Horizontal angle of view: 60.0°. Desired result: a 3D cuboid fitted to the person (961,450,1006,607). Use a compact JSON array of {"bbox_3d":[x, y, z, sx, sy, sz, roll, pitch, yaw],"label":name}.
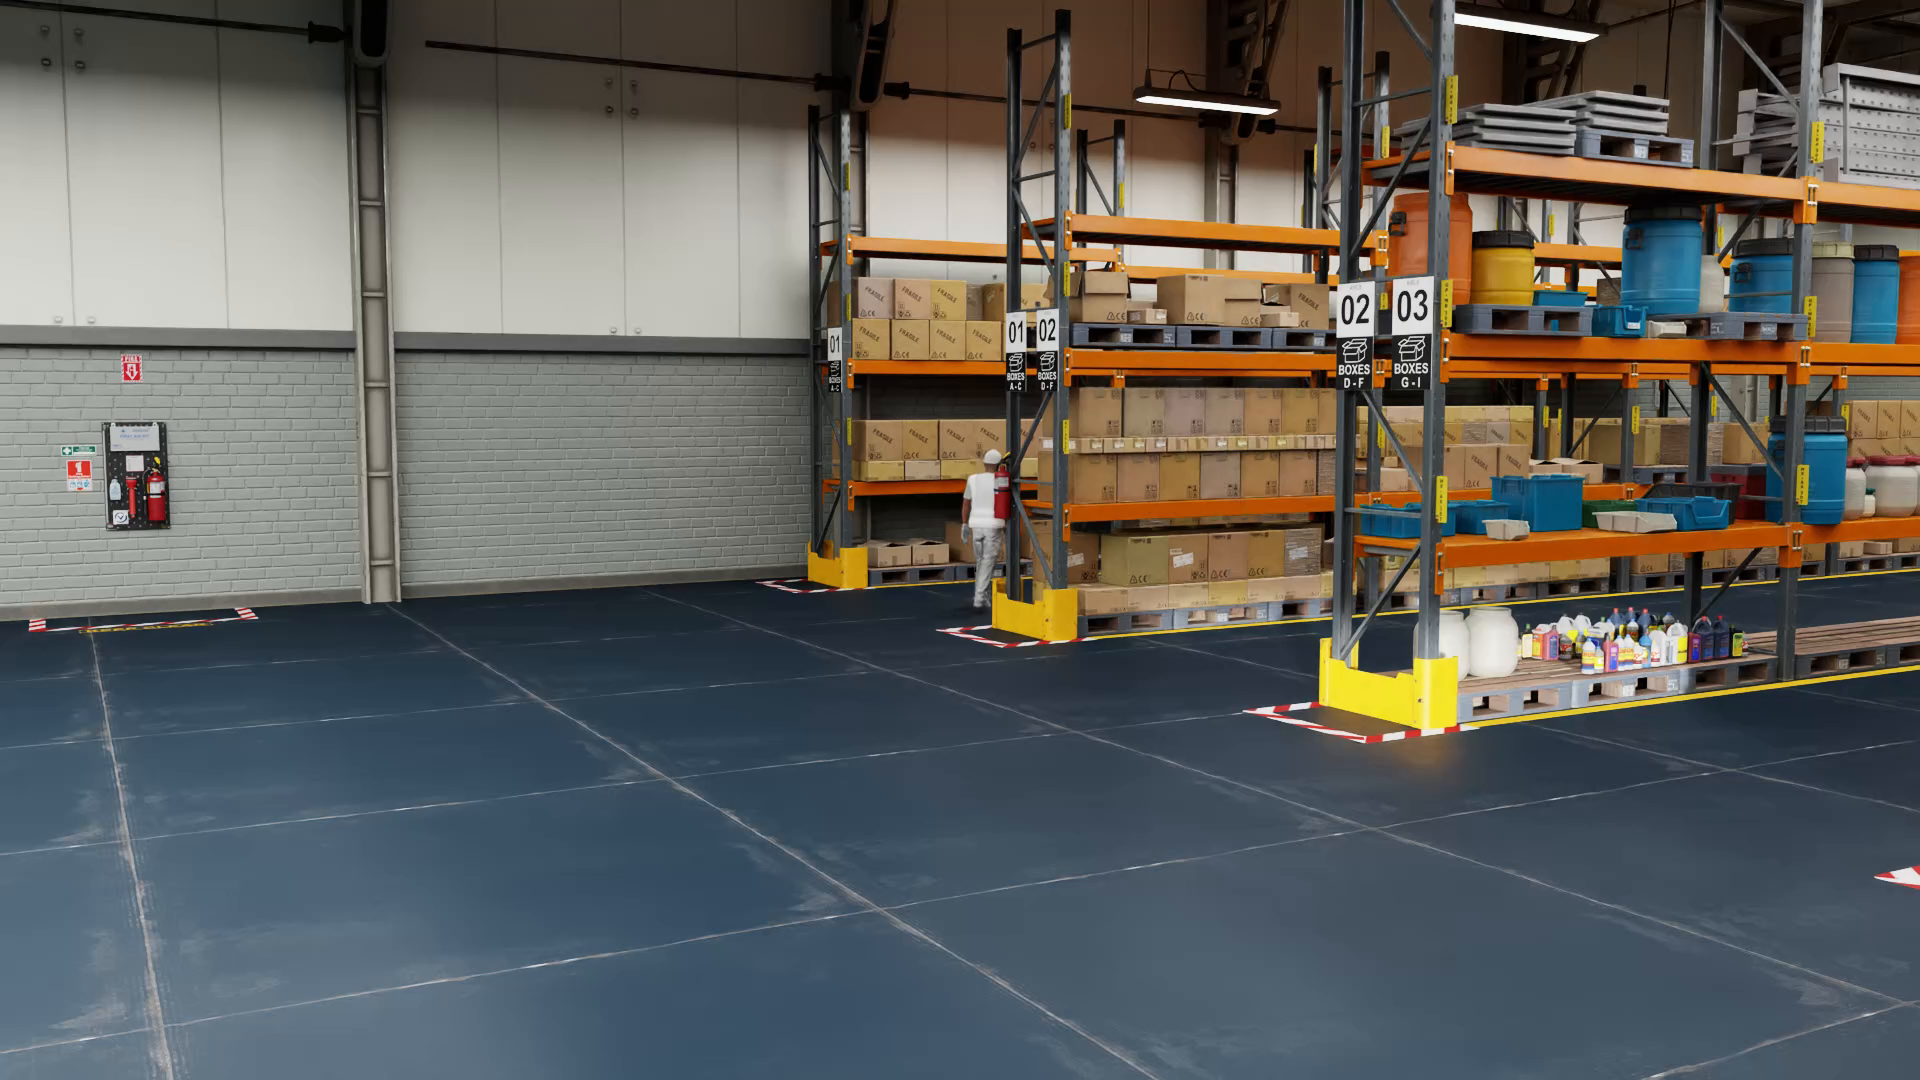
[{"bbox_3d":[0.338,-0.141,18.498,0.558,1.731,0.977,2,5,25],"label":"person"}]
